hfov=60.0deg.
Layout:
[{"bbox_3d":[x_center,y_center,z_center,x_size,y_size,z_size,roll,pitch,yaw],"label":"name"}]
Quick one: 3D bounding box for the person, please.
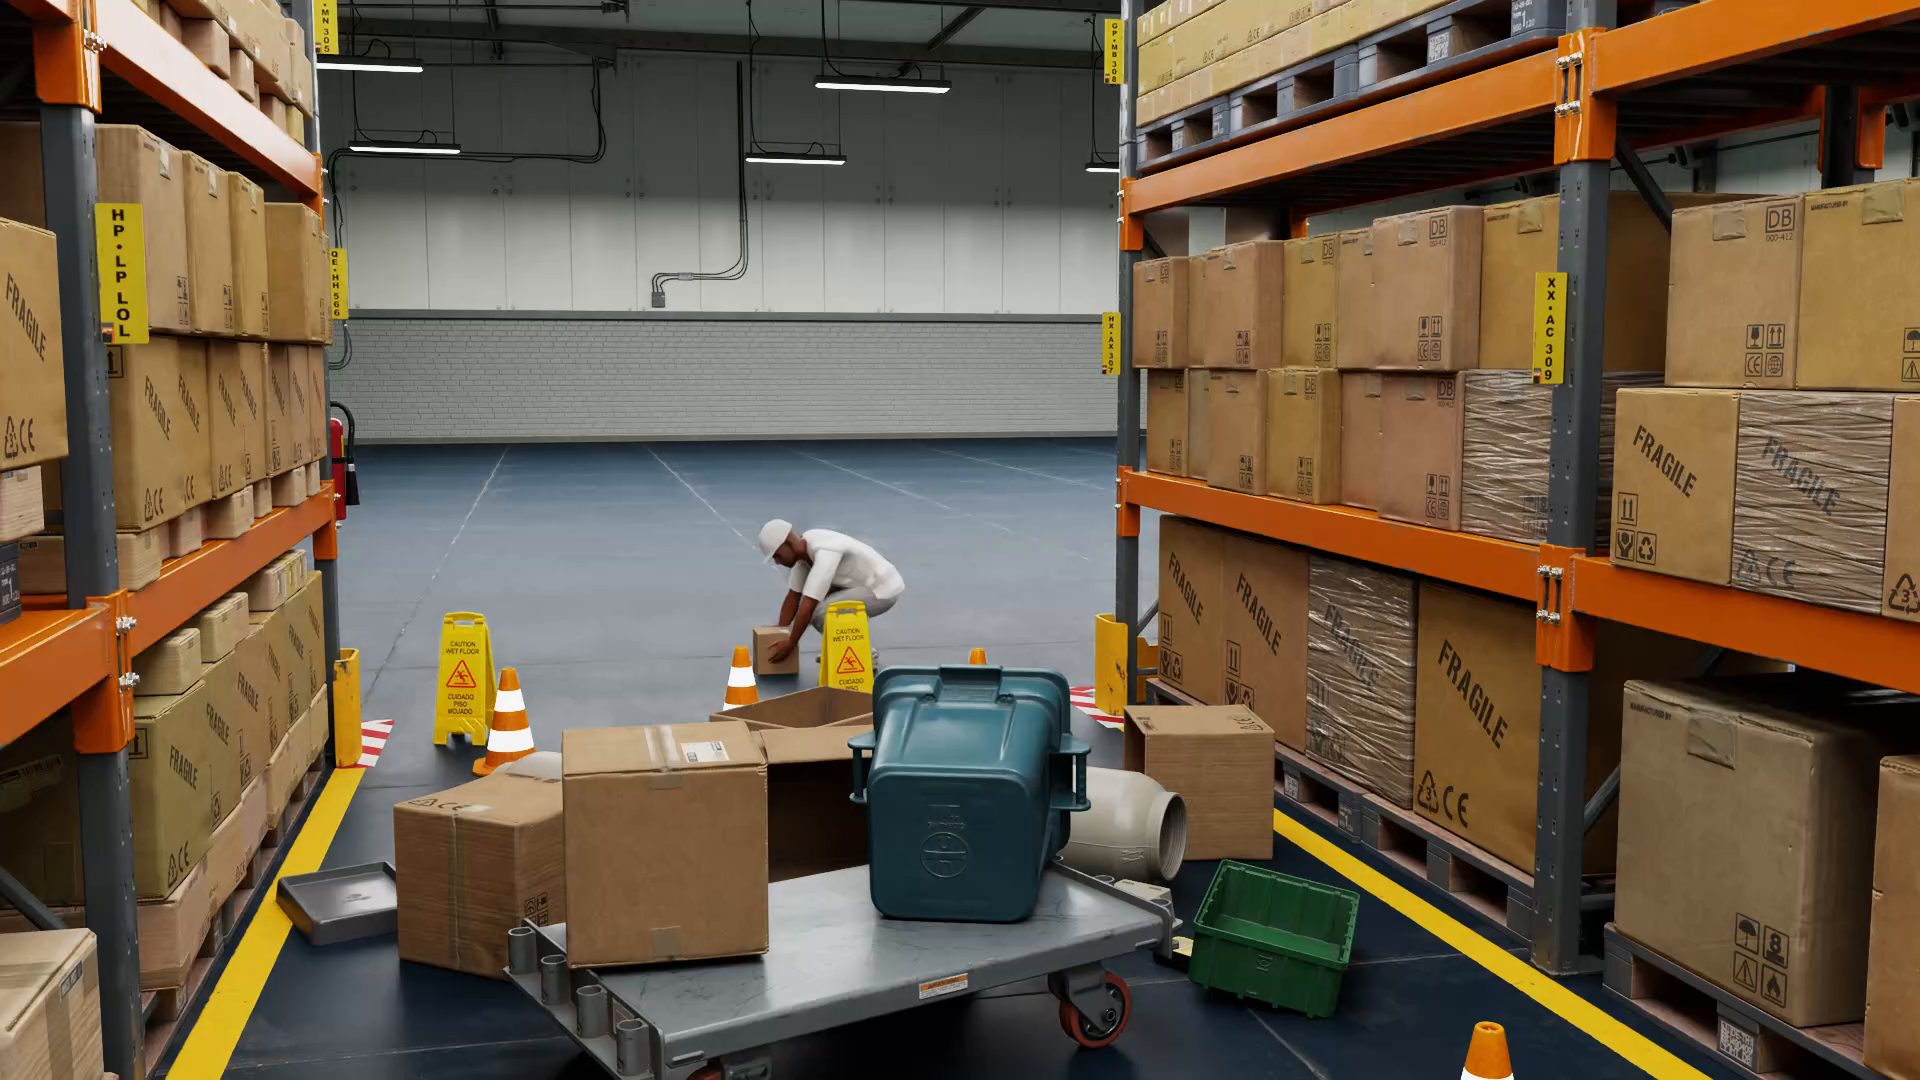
[{"bbox_3d":[-0.697,-0.089,10.166,0.541,1.770,0.548,-2,6,-14],"label":"person"}]
